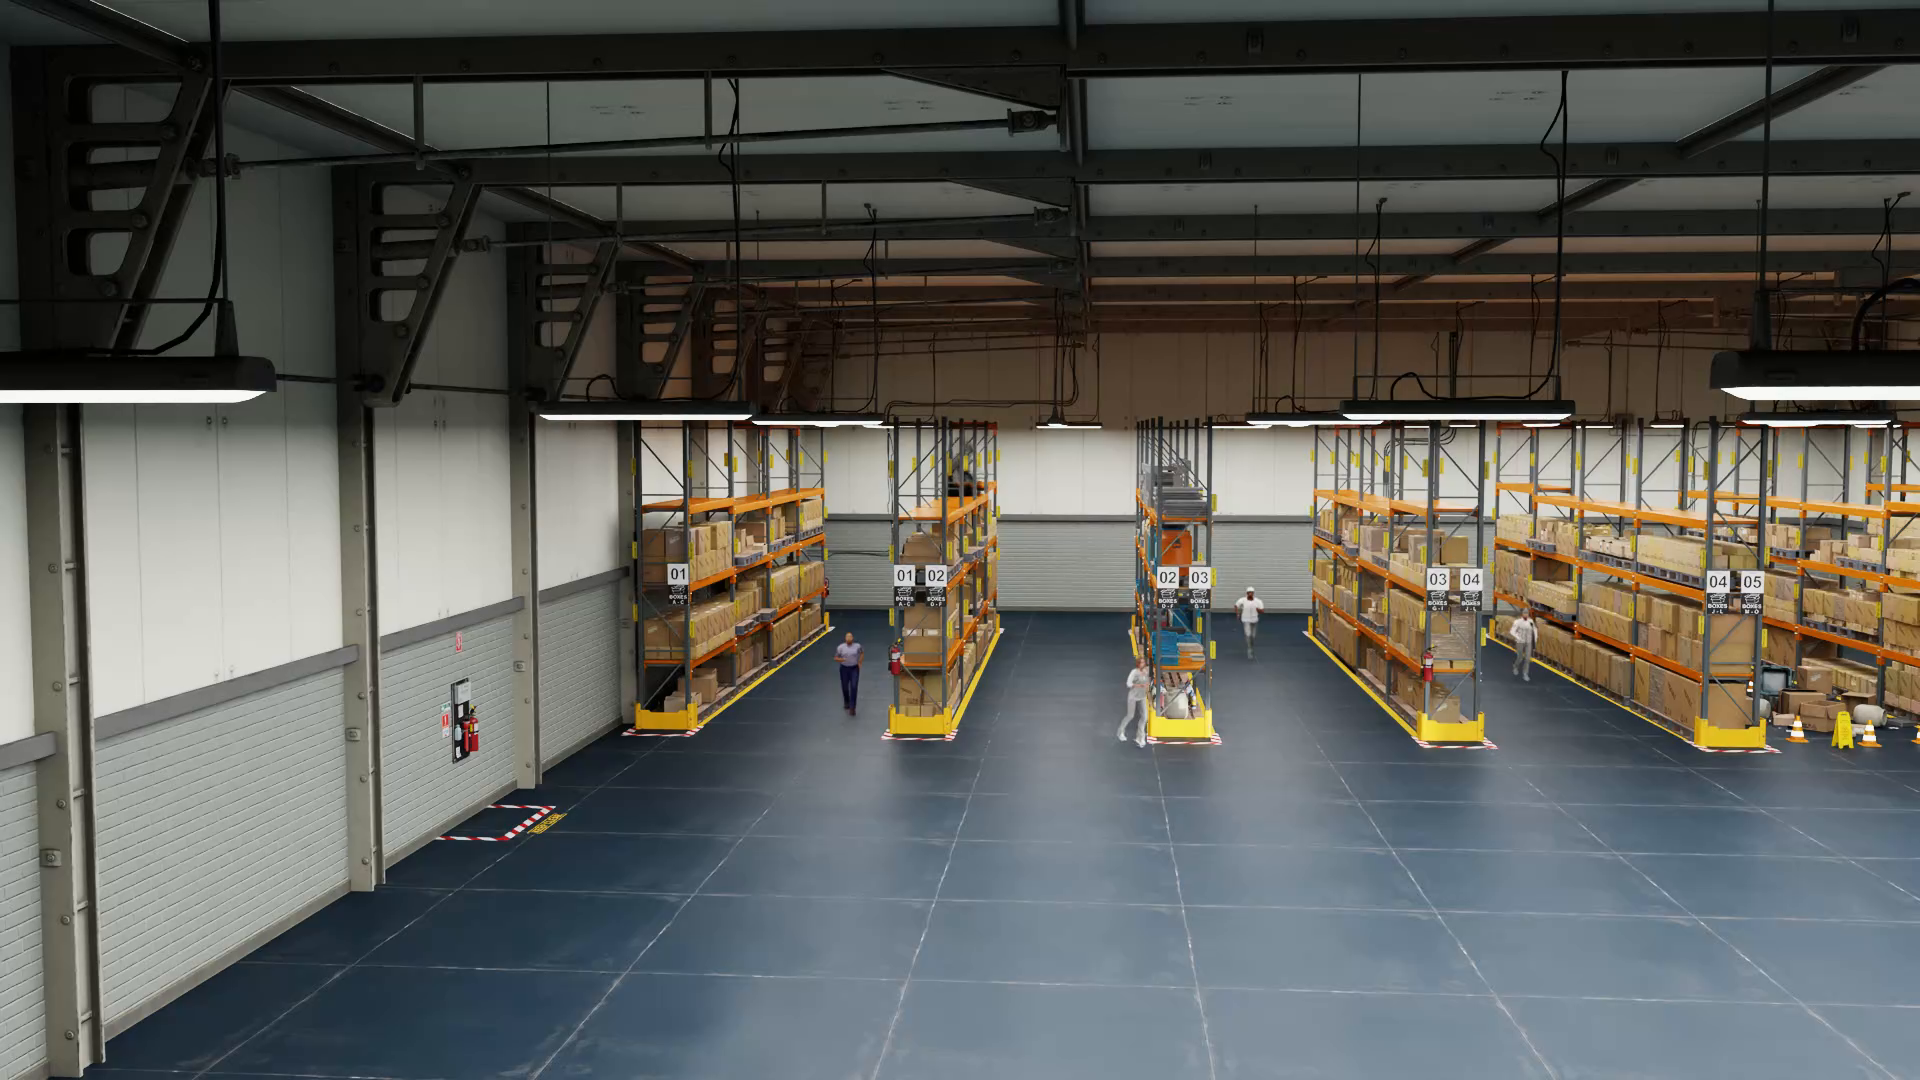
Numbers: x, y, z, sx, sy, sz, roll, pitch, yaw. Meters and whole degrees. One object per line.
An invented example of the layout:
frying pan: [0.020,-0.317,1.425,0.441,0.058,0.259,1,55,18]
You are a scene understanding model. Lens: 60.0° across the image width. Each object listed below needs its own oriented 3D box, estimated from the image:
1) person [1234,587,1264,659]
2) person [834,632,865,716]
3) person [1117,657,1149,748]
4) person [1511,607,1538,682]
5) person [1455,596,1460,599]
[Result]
person: [7.337,2.067,42.045,0.693,1.772,0.959,0,4,-5]
person: [-2.240,2.676,33.679,0.608,1.647,0.880,0,4,-2]
person: [3.225,2.941,30.419,0.540,1.636,0.712,-3,4,-34]
person: [13.036,2.383,38.423,0.644,1.696,0.737,0,4,2]
person: [13.498,1.928,45.277,0.625,1.716,0.804,1,4,16]
